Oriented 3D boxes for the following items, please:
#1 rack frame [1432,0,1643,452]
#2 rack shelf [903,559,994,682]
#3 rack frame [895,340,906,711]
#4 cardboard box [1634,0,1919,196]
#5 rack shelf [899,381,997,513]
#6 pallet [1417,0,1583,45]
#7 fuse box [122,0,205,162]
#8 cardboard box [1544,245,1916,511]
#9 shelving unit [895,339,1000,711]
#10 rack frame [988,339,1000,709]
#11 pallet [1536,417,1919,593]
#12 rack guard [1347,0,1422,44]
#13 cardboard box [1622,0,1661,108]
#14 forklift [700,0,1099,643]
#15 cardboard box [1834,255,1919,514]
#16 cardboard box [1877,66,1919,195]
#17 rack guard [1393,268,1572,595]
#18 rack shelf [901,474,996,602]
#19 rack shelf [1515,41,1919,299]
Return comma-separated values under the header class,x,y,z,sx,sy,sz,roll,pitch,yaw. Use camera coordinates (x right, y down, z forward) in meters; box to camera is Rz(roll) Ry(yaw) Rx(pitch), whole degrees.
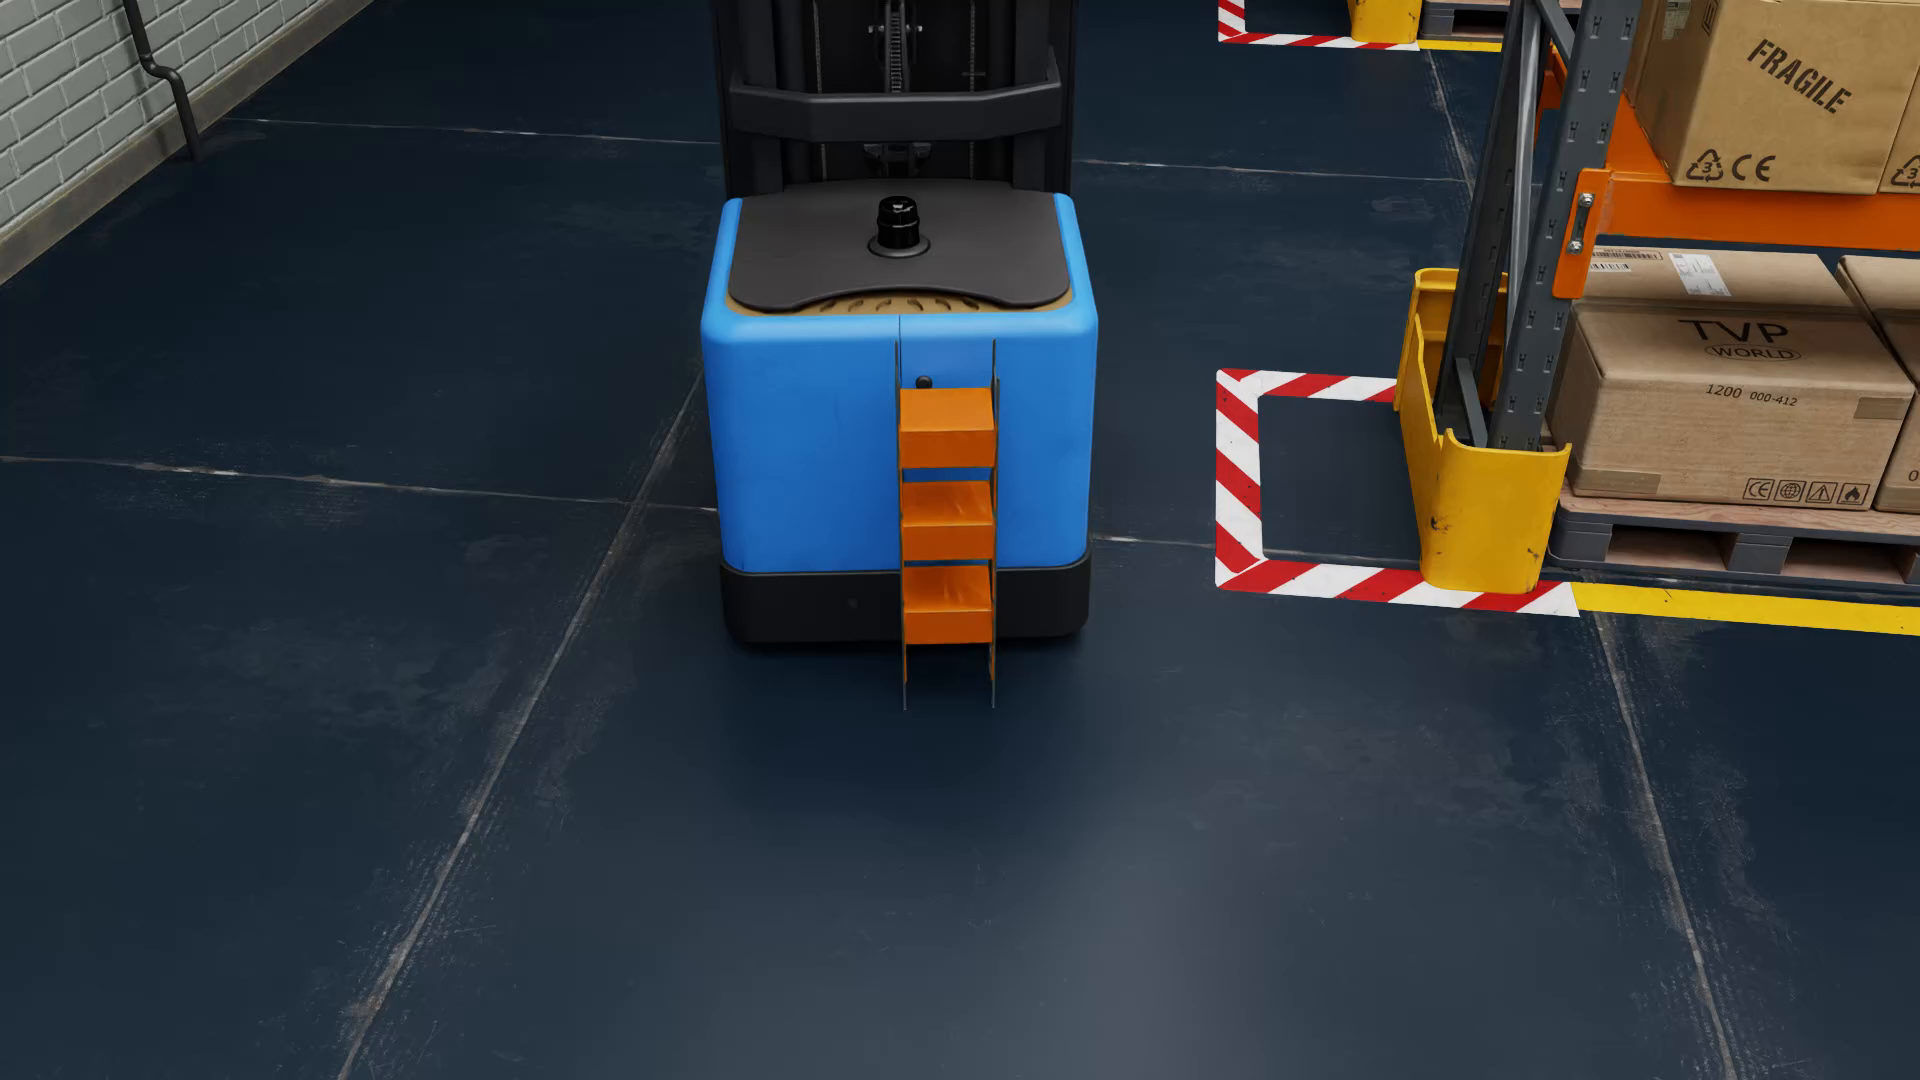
class,x,y,z,sx,sy,sz,roll,pitch,yaw
rack frame,1.675,-1.399,4.628,0.127,3.000,1.000,4,36,6
rack shelf,-0.033,0.220,4.535,0.240,0.259,0.215,-1,36,-2
rack frame,-0.155,-0.012,4.363,0.008,1.050,0.200,-1,36,-2
cardboard box,2.115,-1.238,4.317,0.500,0.500,0.500,4,36,6
rack shelf,-0.033,-0.237,4.207,0.240,0.259,0.215,-1,36,-2
pallet,3.170,-3.060,9.356,1.213,0.211,1.003,4,36,6
fuse box,-3.508,-2.478,7.248,0.414,1.711,0.539,4,36,6
cardboard box,2.343,-0.535,5.262,0.875,0.438,0.875,3,36,4
shelving unit,-0.033,-0.015,4.367,0.252,1.050,0.215,-1,36,-2
rack frame,0.088,-0.017,4.370,0.008,1.050,0.200,-1,36,-2
pallet,2.478,-0.250,5.418,1.213,0.211,1.003,4,36,6
rack guard,2.379,-3.236,9.354,0.348,0.500,1.175,4,36,6
cardboard box,2.187,-1.556,4.762,0.500,0.500,0.500,4,36,6
forklift,-0.203,-1.729,5.150,1.130,2.935,3.031,-1,36,-2
cardboard box,3.251,-0.473,5.174,0.875,0.438,0.875,5,36,7
cardboard box,2.620,-1.217,4.287,0.500,0.500,0.500,4,36,5
rack guard,1.651,-0.383,5.356,0.348,0.500,1.175,4,36,6
rack shelf,-0.033,-0.006,4.373,0.240,0.259,0.215,-1,36,-2
rack shelf,3.659,-0.958,4.629,4.000,0.370,1.077,4,36,6
